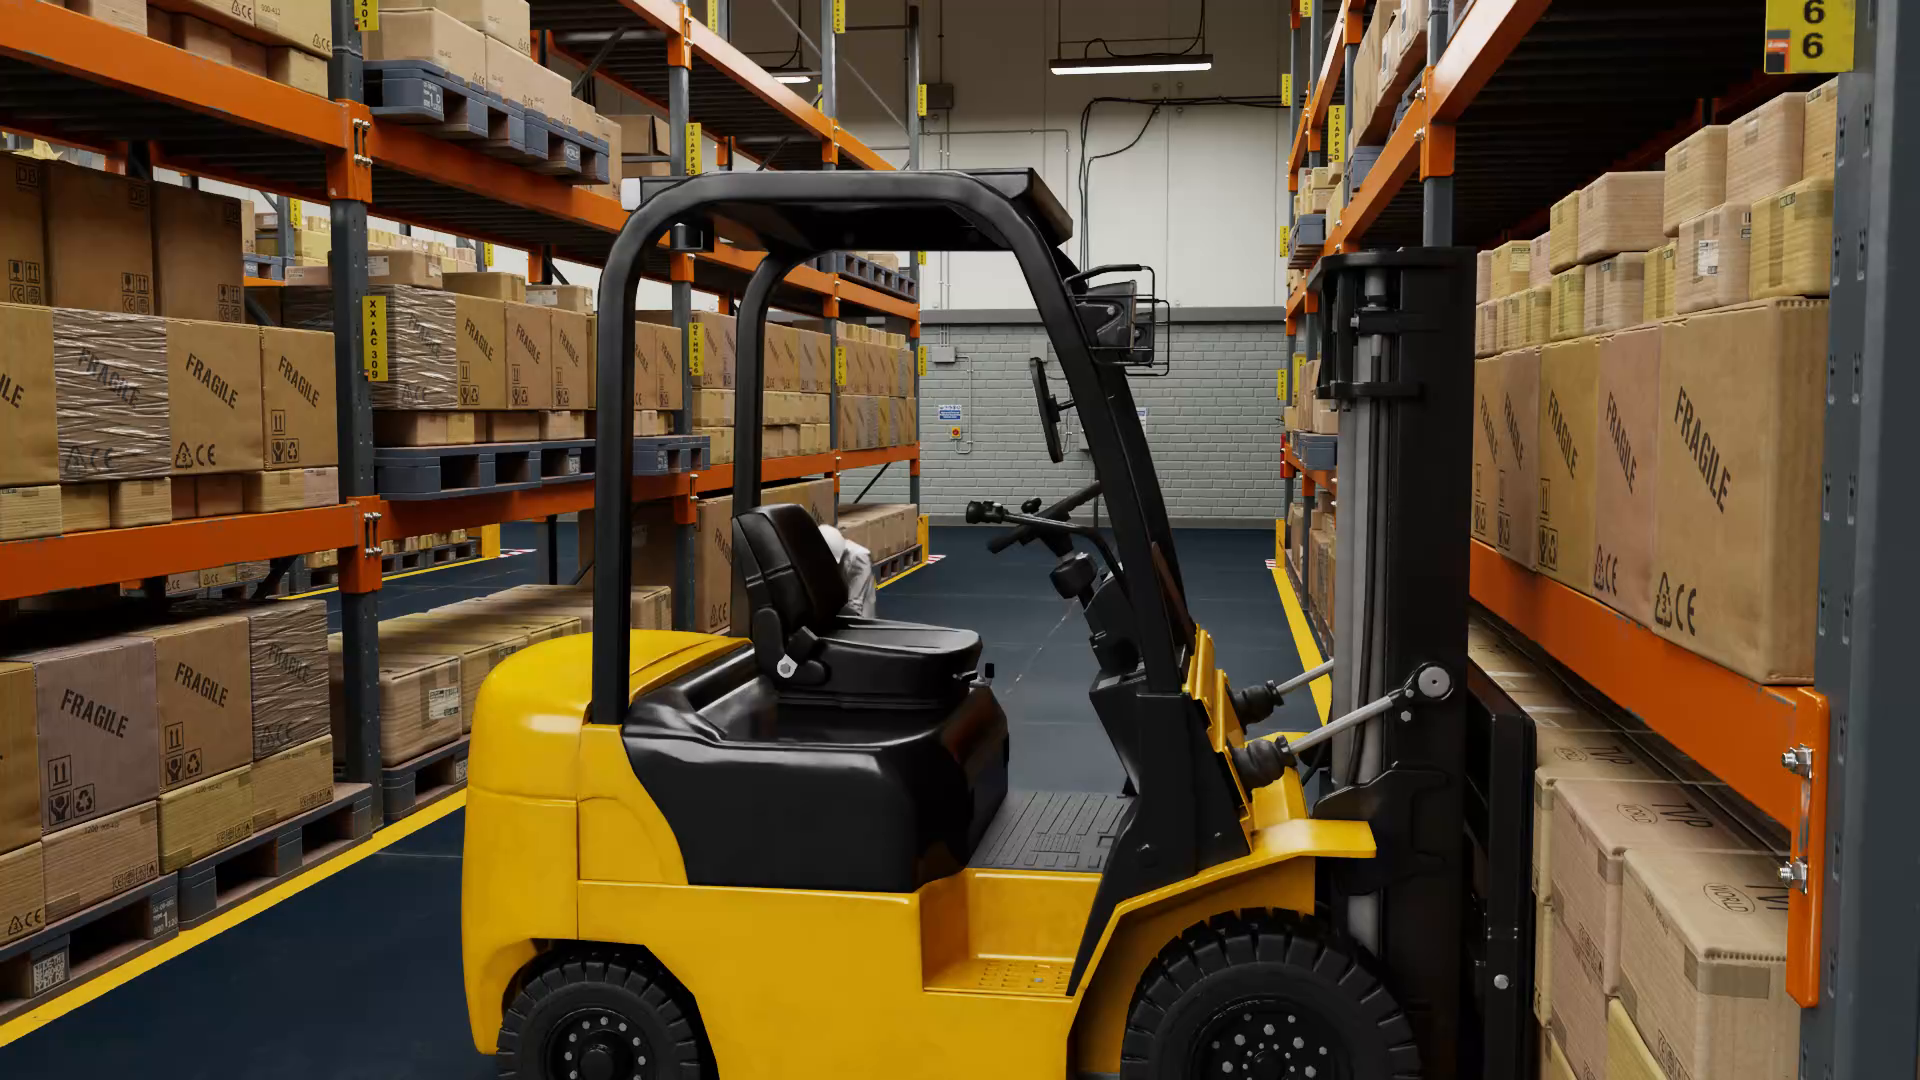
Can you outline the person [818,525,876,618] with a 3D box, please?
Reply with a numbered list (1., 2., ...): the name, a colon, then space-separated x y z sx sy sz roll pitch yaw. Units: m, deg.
1. person: -0.765 0.387 9.985 0.514 1.009 0.900 1 4 9
